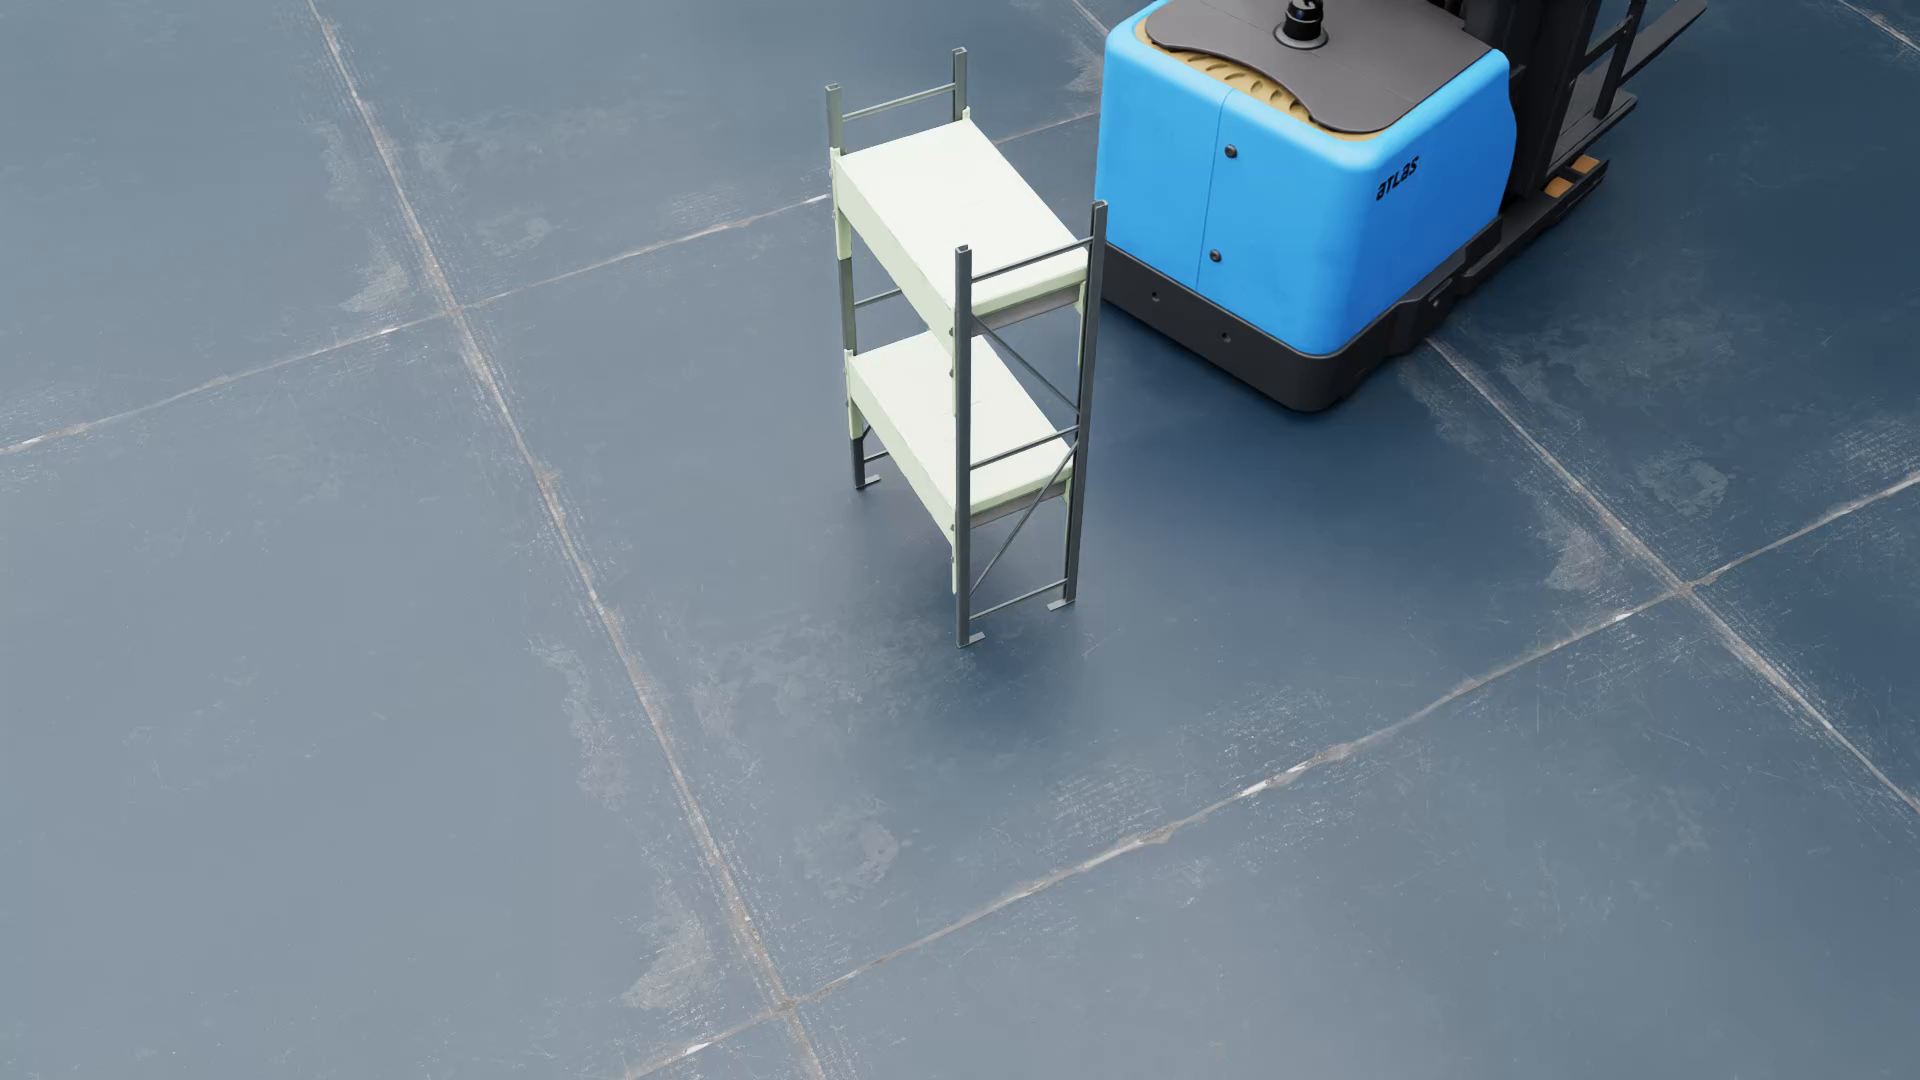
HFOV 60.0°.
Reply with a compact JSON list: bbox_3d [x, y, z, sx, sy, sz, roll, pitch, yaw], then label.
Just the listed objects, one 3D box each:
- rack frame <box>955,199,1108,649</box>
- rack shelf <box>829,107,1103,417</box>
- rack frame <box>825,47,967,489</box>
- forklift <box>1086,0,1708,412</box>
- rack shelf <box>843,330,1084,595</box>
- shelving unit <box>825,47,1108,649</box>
[{"bbox_3d":[0.171,-0.244,4.467,0.400,1.500,0.023,-21,52,-18],"label":"rack frame"},{"bbox_3d":[0.003,-0.746,4.388,0.431,0.370,0.720,-21,52,-18],"label":"rack shelf"},{"bbox_3d":[-0.164,-0.734,4.896,0.400,1.500,0.023,-21,52,-18],"label":"rack frame"},{"bbox_3d":[1.826,-2.408,5.409,1.130,2.935,3.031,36,58,27],"label":"forklift"},{"bbox_3d":[0.003,-0.275,4.927,0.431,0.370,0.720,-21,52,-18],"label":"rack shelf"},{"bbox_3d":[0.003,-0.489,4.682,0.431,1.500,0.755,-21,52,-18],"label":"shelving unit"}]
